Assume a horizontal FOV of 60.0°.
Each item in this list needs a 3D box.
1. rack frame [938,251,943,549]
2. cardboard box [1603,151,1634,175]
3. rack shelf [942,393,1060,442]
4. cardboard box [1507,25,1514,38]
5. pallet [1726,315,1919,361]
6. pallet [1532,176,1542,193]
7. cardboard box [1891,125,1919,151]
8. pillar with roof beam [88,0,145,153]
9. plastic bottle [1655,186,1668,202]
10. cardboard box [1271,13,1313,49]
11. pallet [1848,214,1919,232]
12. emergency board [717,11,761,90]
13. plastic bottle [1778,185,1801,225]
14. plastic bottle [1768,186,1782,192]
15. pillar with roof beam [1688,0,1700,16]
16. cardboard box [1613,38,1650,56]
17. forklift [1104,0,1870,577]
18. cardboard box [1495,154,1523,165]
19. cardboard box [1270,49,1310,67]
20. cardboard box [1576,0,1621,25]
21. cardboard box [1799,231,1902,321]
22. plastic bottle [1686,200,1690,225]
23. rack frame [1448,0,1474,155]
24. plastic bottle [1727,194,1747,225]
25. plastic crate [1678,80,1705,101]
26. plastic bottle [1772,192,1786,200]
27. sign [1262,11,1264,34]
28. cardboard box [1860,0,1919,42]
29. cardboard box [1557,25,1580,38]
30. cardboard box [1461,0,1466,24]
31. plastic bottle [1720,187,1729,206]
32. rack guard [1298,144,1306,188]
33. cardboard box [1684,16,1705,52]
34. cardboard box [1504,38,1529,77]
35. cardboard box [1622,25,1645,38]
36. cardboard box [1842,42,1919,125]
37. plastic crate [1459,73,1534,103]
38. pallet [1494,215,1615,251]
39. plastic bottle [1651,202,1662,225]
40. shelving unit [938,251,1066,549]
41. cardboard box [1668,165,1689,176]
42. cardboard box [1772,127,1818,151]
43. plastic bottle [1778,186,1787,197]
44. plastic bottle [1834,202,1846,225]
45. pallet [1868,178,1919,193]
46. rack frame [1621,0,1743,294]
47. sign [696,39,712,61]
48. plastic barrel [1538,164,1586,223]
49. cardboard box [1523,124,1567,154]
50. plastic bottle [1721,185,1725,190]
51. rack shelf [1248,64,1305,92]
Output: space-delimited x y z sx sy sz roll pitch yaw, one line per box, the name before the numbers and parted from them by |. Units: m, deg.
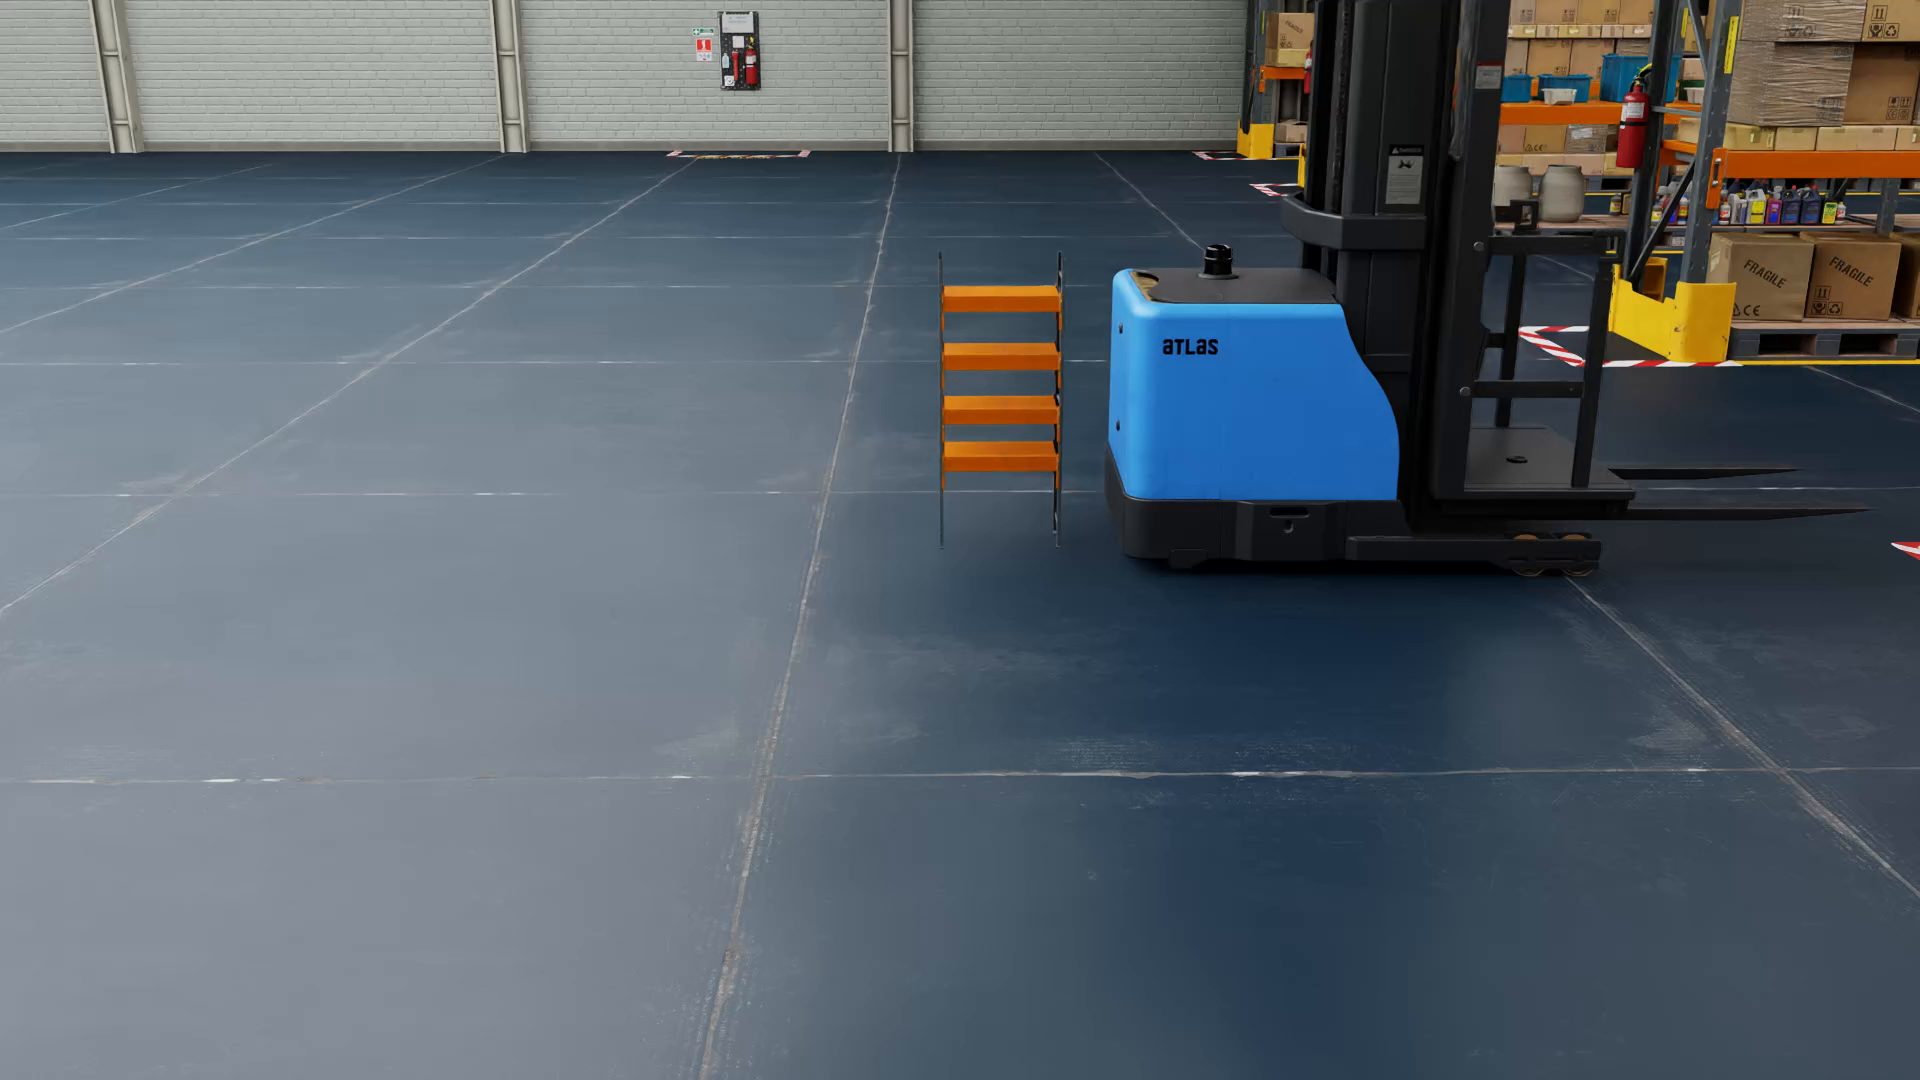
rack frame | -0.078 -0.571 6.863 0.015 1.200 0.240 0 18 -1
cardboard box | 8.015 -4.599 20.288 0.500 0.250 0.500 0 18 -1
rack shelf | 0.166 -0.508 6.887 0.480 0.148 0.258 0 18 -1
cardboard box | 6.409 -6.058 19.796 0.250 0.149 0.380 0 18 0
pallet | 5.518 -1.398 11.061 1.213 0.211 1.003 0 18 -1
pallet | 6.457 -4.452 20.580 1.213 0.211 1.003 0 18 -1
cardboard box | 5.918 -2.540 10.466 0.250 0.149 0.380 0 18 -1
pillar with roof beam | -12.849 -8.994 20.351 0.400 9.000 9.100 0 18 -1
plastic bottle | 6.771 -3.294 16.144 0.135 0.276 0.152 -1 18 -2
cardboard box | 4.876 -7.477 24.429 0.500 0.500 0.500 0 18 -1
pallet | 9.335 -2.952 15.905 1.213 0.211 1.003 0 18 -1
emergency board | -3.390 -7.509 25.546 0.643 1.169 0.194 0 18 -1
plastic bottle | 7.719 -3.121 15.481 0.185 0.351 0.144 -1 18 -4
plastic bottle | 7.902 -3.299 16.161 0.135 0.276 0.152 0 18 1
pillar with roof beam | 11.148 -9.109 20.712 0.400 9.000 9.100 0 18 -1
cardboard box | 8.032 -5.821 20.119 0.500 0.500 0.700 -1 18 -2
forklift | 2.163 -1.412 6.650 3.031 2.935 1.130 0 18 0
cardboard box | 6.516 -4.590 20.260 0.500 0.250 0.500 0 18 -1
cardboard box | 4.887 -7.114 24.528 0.500 0.250 0.500 -1 18 -2
cardboard box | 7.527 -6.436 19.912 0.500 0.500 0.700 0 18 -1
cardboard box | 5.850 -1.753 11.008 0.500 0.500 0.500 4 18 14
plastic bottle | 6.811 -3.071 15.457 0.097 0.271 0.097 0 18 0
rack frame | 4.550 -4.245 15.371 0.127 3.000 1.000 0 18 -1
plastic bottle | 7.233 -3.084 15.489 0.135 0.276 0.152 0 18 0
plastic crate | 7.188 -4.243 15.711 0.662 0.188 0.450 0 18 -1
plastic bottle | 7.691 -3.130 15.633 0.135 0.276 0.152 0 18 -1
sign | 4.403 -7.518 24.154 0.005 0.325 0.100 0 18 -1
cardboard box | 5.683 -3.318 10.191 0.500 0.500 0.500 0 18 -1
cardboard box | 7.190 -6.063 19.811 0.250 0.149 0.380 0 18 -1
cardboard box | 6.026 -6.429 19.890 0.500 0.500 0.700 0 18 -1
plastic bottle | 7.401 -3.285 16.123 0.097 0.271 0.097 0 18 0
rack guard | 4.452 -4.568 20.468 0.348 0.500 1.175 0 18 -1
cardboard box | 10.678 -7.549 24.784 0.500 0.500 0.700 0 18 -1
cardboard box | 6.491 -5.812 20.092 0.500 0.500 0.700 0 18 1
cardboard box | 7.960 -6.067 19.823 0.250 0.149 0.380 -1 18 -2
cardboard box | 5.677 -2.955 10.698 0.500 0.500 0.875 0 18 -1
plastic crate | 5.046 -4.268 15.686 0.616 0.251 0.499 0 18 -1
pallet | 5.438 -2.934 15.850 1.213 0.211 1.003 0 18 -1
plastic bottle | 6.472 -3.036 15.463 0.097 0.201 0.097 0 18 0
shelving unit | 0.166 -0.572 6.867 0.503 1.200 0.258 0 18 -1
cardboard box | 8.883 -4.594 20.273 0.500 0.250 0.500 -1 18 -2
cardboard box | 5.168 -2.537 10.456 0.250 0.149 0.380 0 18 -1
plastic bottle | 7.904 -3.270 16.059 0.133 0.283 0.061 0 18 -1
plastic bottle | 8.192 -3.045 15.489 0.097 0.201 0.097 0 18 0
pallet | 11.651 -4.477 20.658 1.213 0.211 1.003 0 18 -1
rack frame | 4.629 -2.733 10.655 0.127 3.000 1.000 0 18 -1
sign | -3.945 -7.555 25.630 0.234 0.329 0.001 0 18 -1
plastic barrel | 5.709 -3.289 15.777 0.421 0.512 0.421 0 18 0
cardboard box | 7.015 -4.954 20.166 0.500 0.500 0.500 0 18 -1
plastic bottle | 7.382 -3.314 16.196 0.133 0.283 0.061 1 18 2
rack shelf | 6.394 -6.938 24.943 4.000 0.370 1.077 0 18 -1
